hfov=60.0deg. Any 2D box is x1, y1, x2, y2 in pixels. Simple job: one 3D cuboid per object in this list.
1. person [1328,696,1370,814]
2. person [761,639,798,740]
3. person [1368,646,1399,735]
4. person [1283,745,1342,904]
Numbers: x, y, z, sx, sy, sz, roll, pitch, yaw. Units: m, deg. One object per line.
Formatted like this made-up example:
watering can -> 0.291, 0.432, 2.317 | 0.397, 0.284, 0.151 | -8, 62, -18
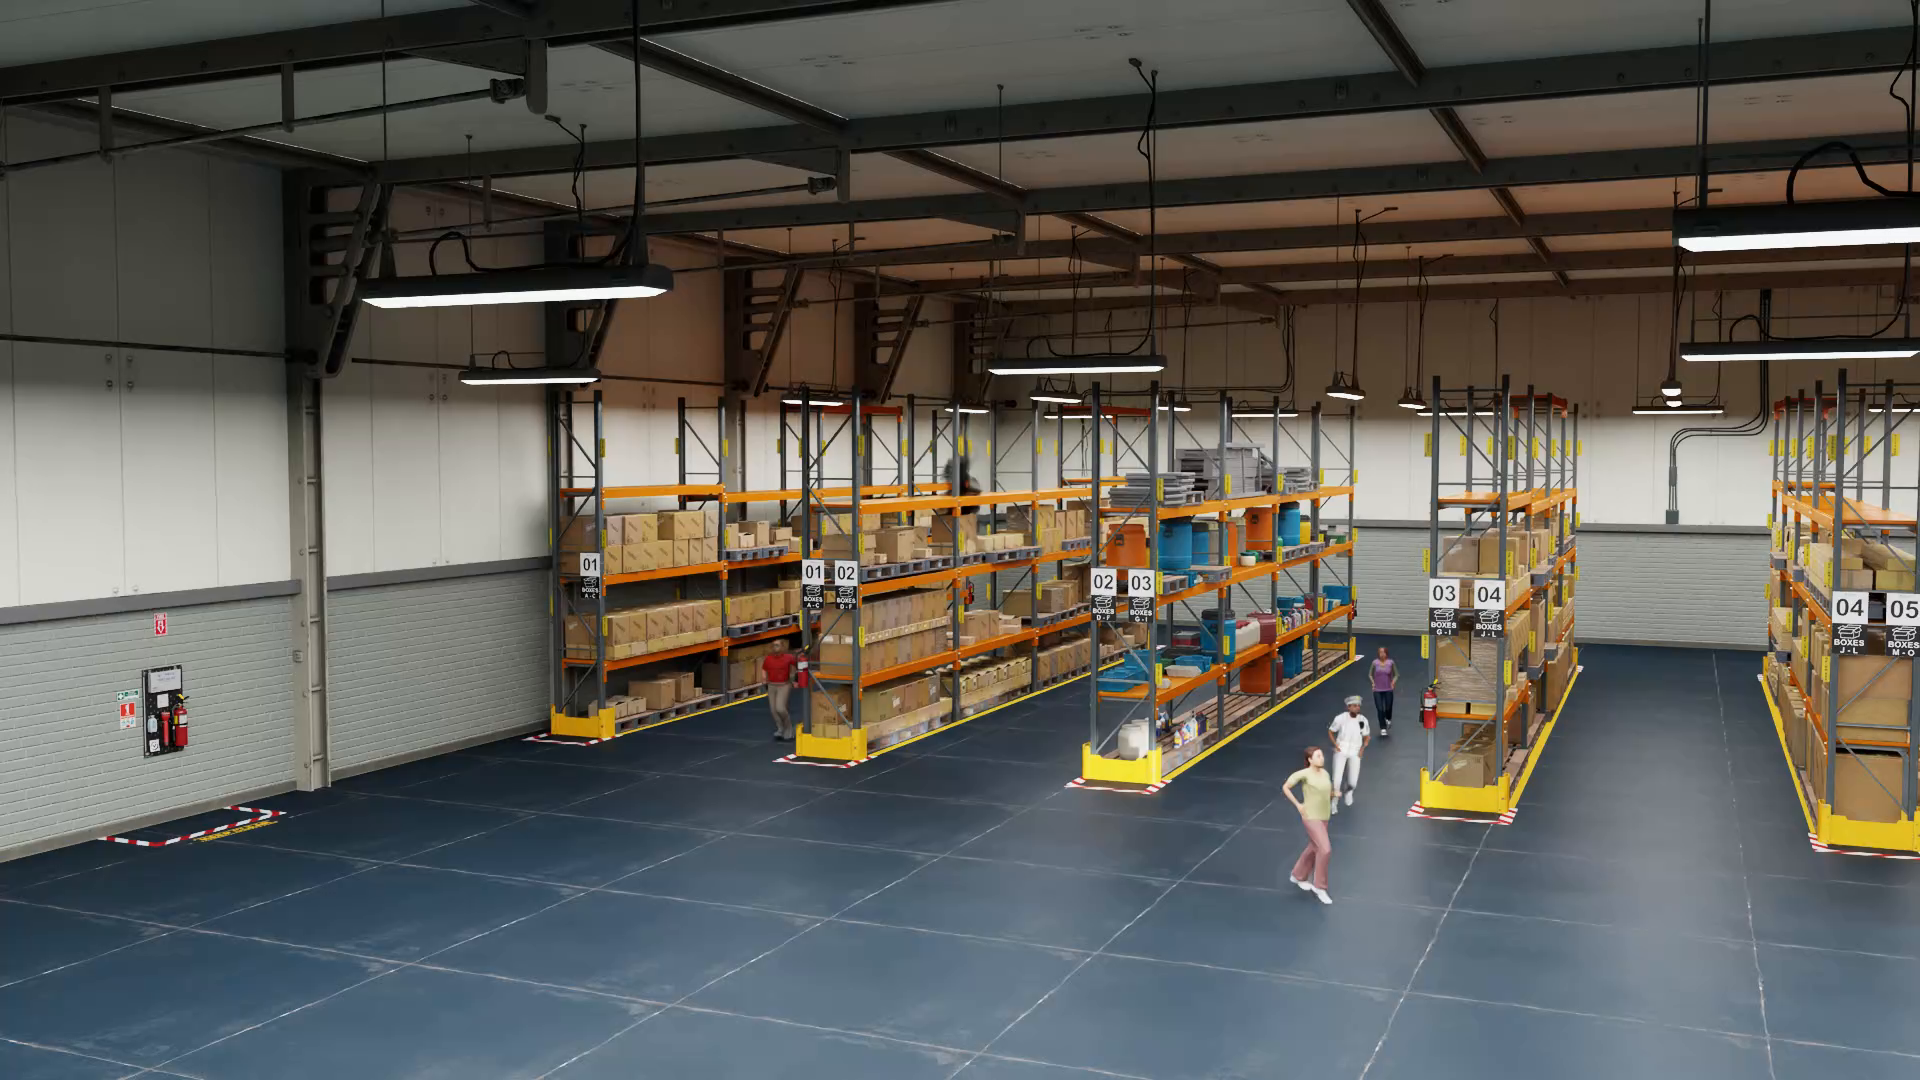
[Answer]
person -> 5.356, 2.938, 22.895 | 0.578, 1.624, 0.537 | 0, 3, 8
person -> -3.103, 2.587, 28.531 | 0.693, 1.760, 0.702 | 1, 3, 20
person -> 7.362, 2.625, 28.933 | 0.512, 1.554, 0.530 | 1, 3, 17
person -> 3.938, 3.142, 18.505 | 0.560, 1.723, 0.690 | -3, 4, -40
